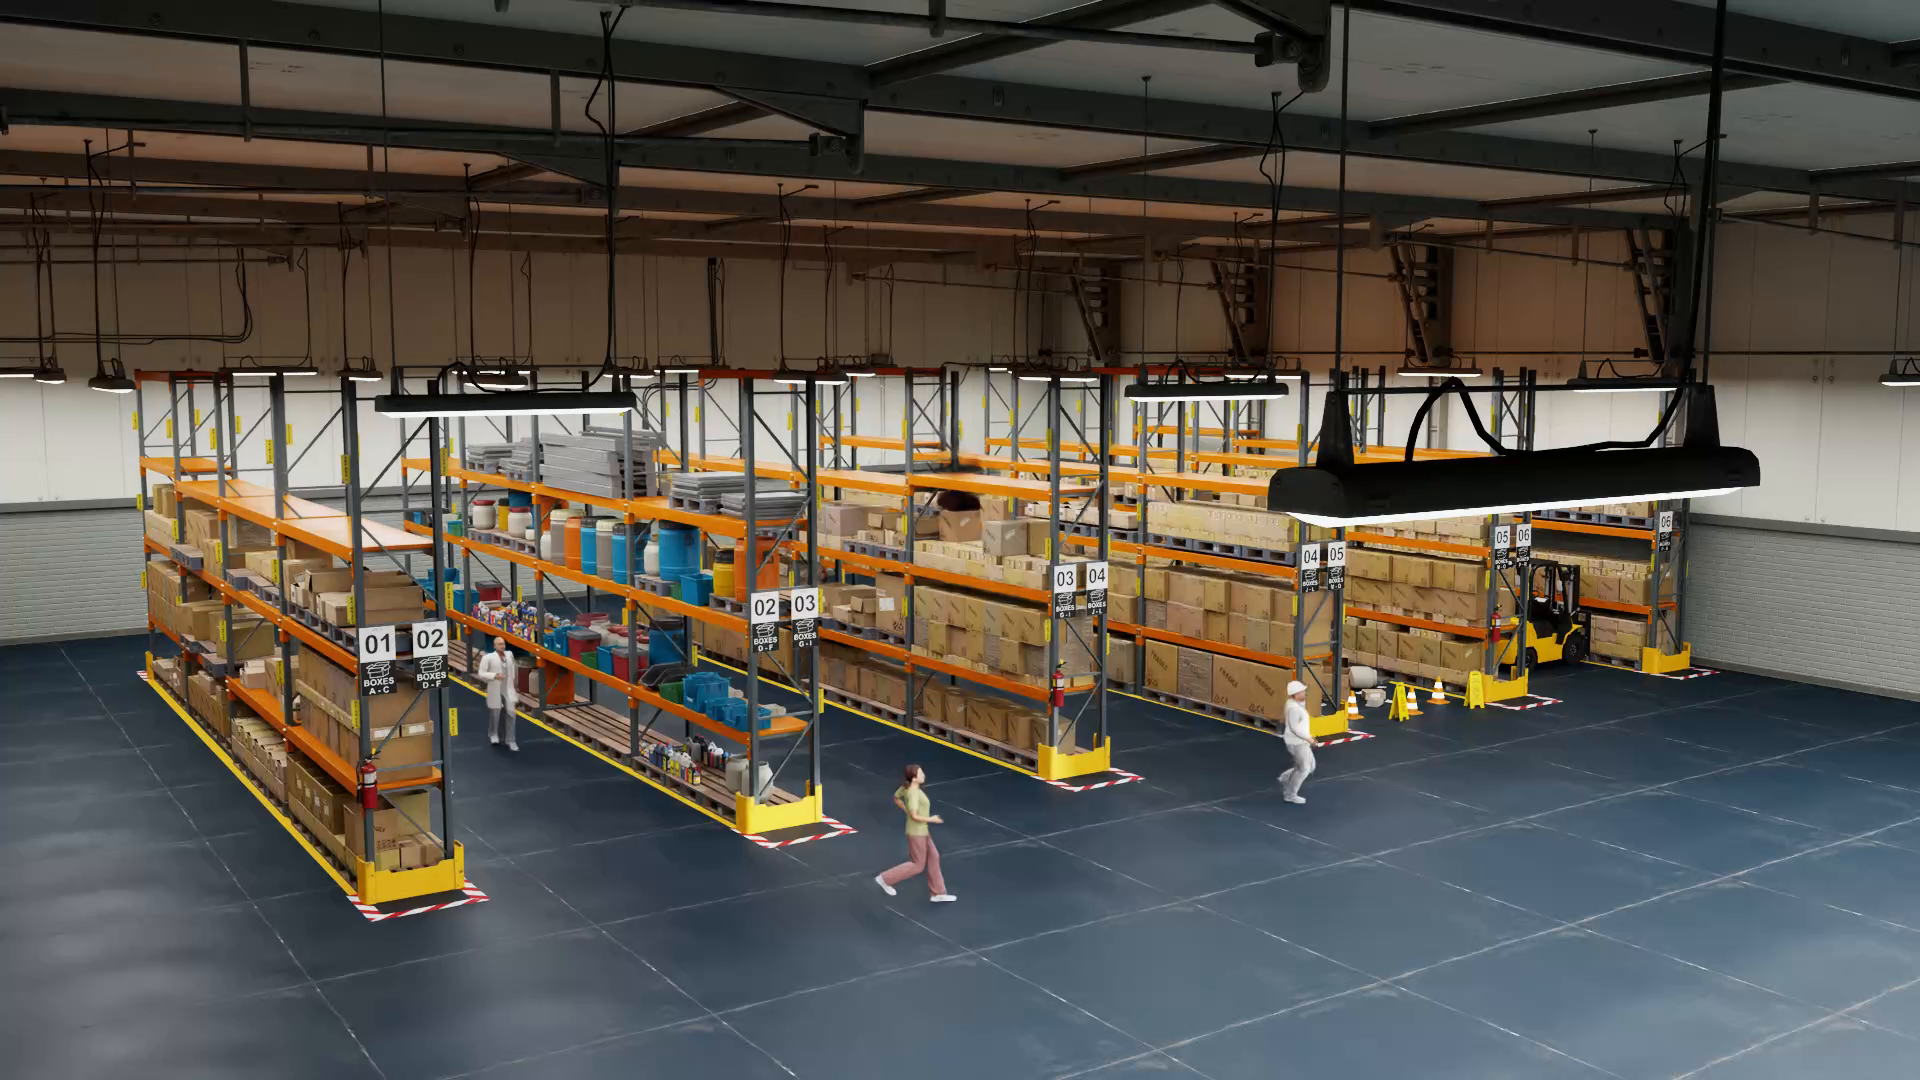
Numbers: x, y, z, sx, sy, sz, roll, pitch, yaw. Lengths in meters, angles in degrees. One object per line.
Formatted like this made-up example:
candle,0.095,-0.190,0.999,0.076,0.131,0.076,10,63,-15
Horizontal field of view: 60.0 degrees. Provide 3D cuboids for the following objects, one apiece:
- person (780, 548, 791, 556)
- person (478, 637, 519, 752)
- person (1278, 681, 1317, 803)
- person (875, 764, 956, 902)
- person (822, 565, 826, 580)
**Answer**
person,-4.323,0.898,41.170,0.737,1.665,0.742,4,8,33
person,-7.378,2.459,26.598,0.684,1.843,0.864,-4,8,-34
person,4.758,2.836,23.432,0.523,1.736,0.668,1,7,9
person,-0.508,3.368,19.065,0.945,1.644,0.592,-1,7,-9
person,-3.416,1.157,38.339,0.672,1.776,0.851,-4,7,-30
